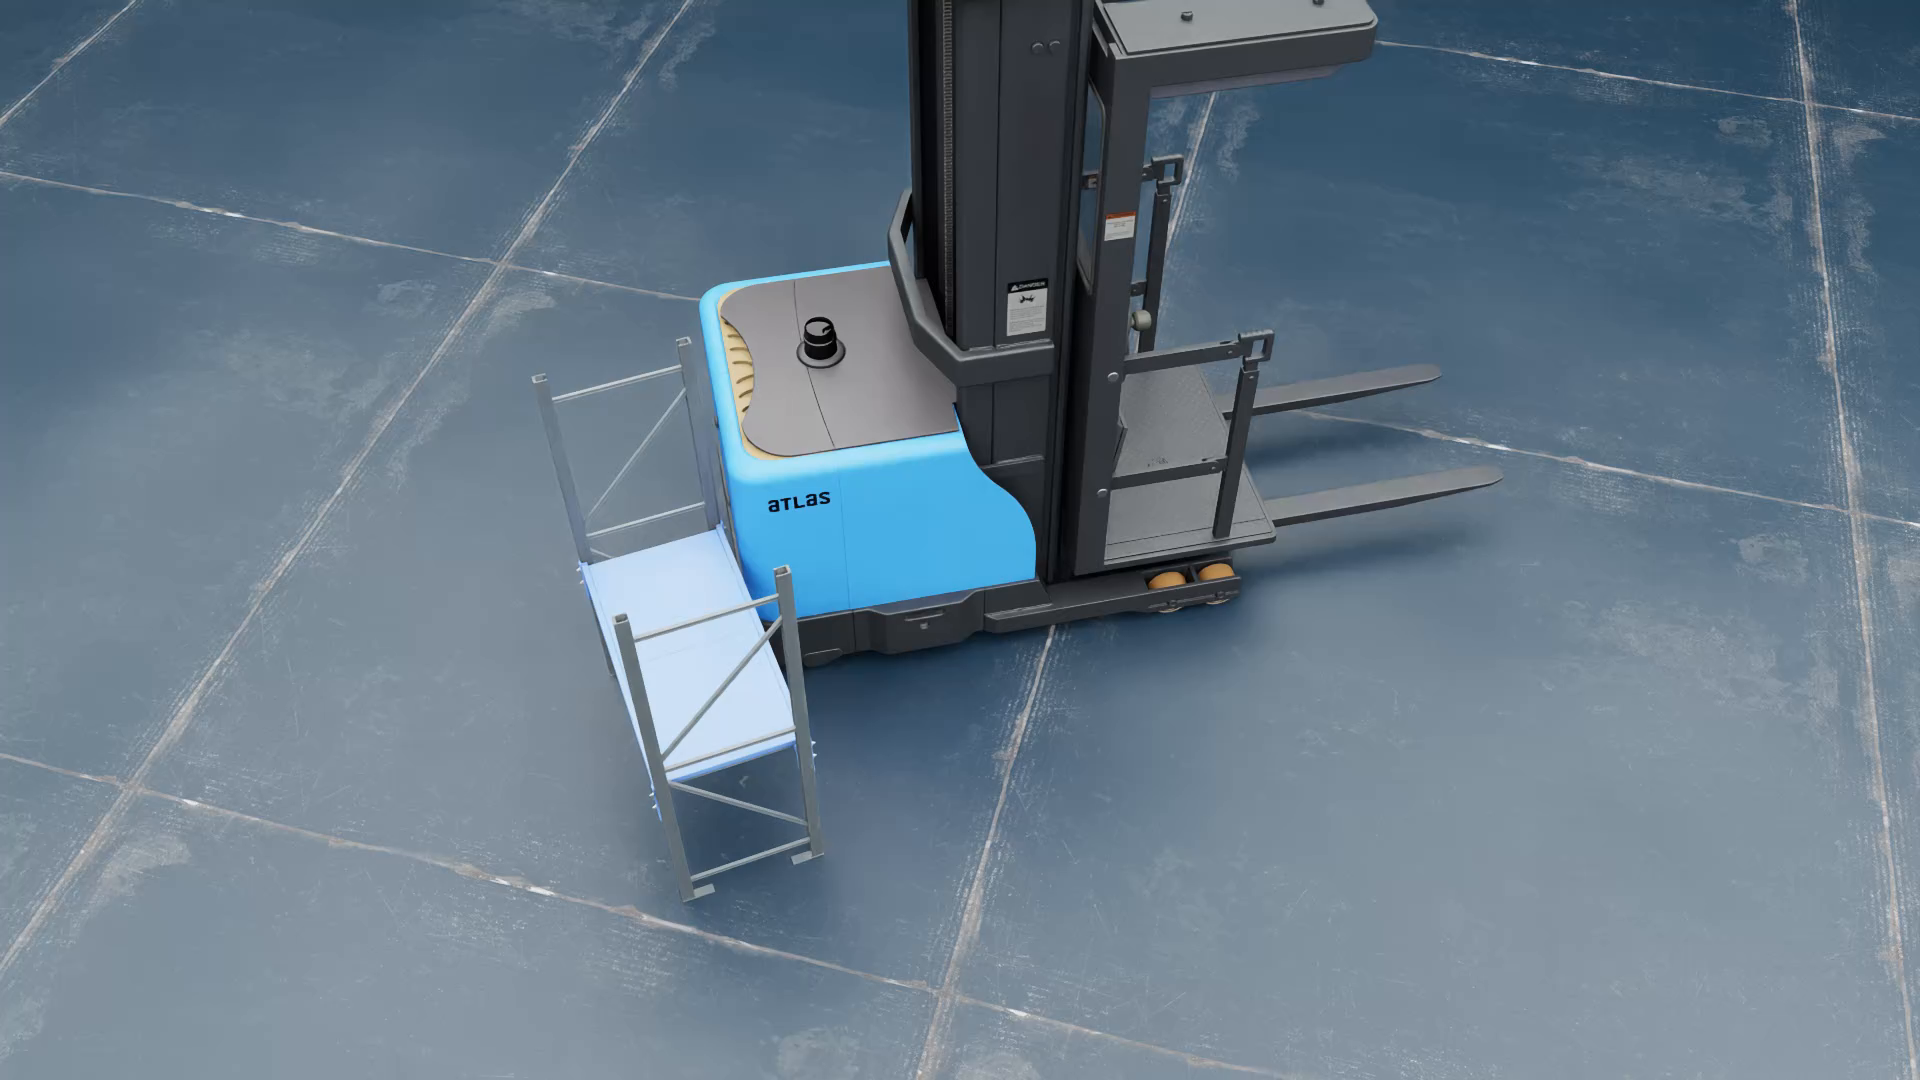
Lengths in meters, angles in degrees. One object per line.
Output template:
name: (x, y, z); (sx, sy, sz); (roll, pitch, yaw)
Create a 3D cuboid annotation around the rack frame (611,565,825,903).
rack frame: (-0.703, 0.644, 5.100); (0.500, 1.500, 0.032); (-17, 51, -14)

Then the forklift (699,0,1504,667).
forklift: (0.608, -1.070, 5.658); (3.031, 2.935, 1.130); (-9, 49, -8)

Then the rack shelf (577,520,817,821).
rack shelf: (-0.891, 0.409, 5.547); (0.538, 0.185, 1.000); (-17, 51, -14)

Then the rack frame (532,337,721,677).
rack frame: (-1.079, -0.064, 5.725); (0.500, 1.500, 0.032); (-17, 51, -14)

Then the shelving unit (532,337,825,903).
shelving unit: (-0.891, 0.290, 5.412); (0.538, 1.500, 1.048); (-17, 51, -14)
